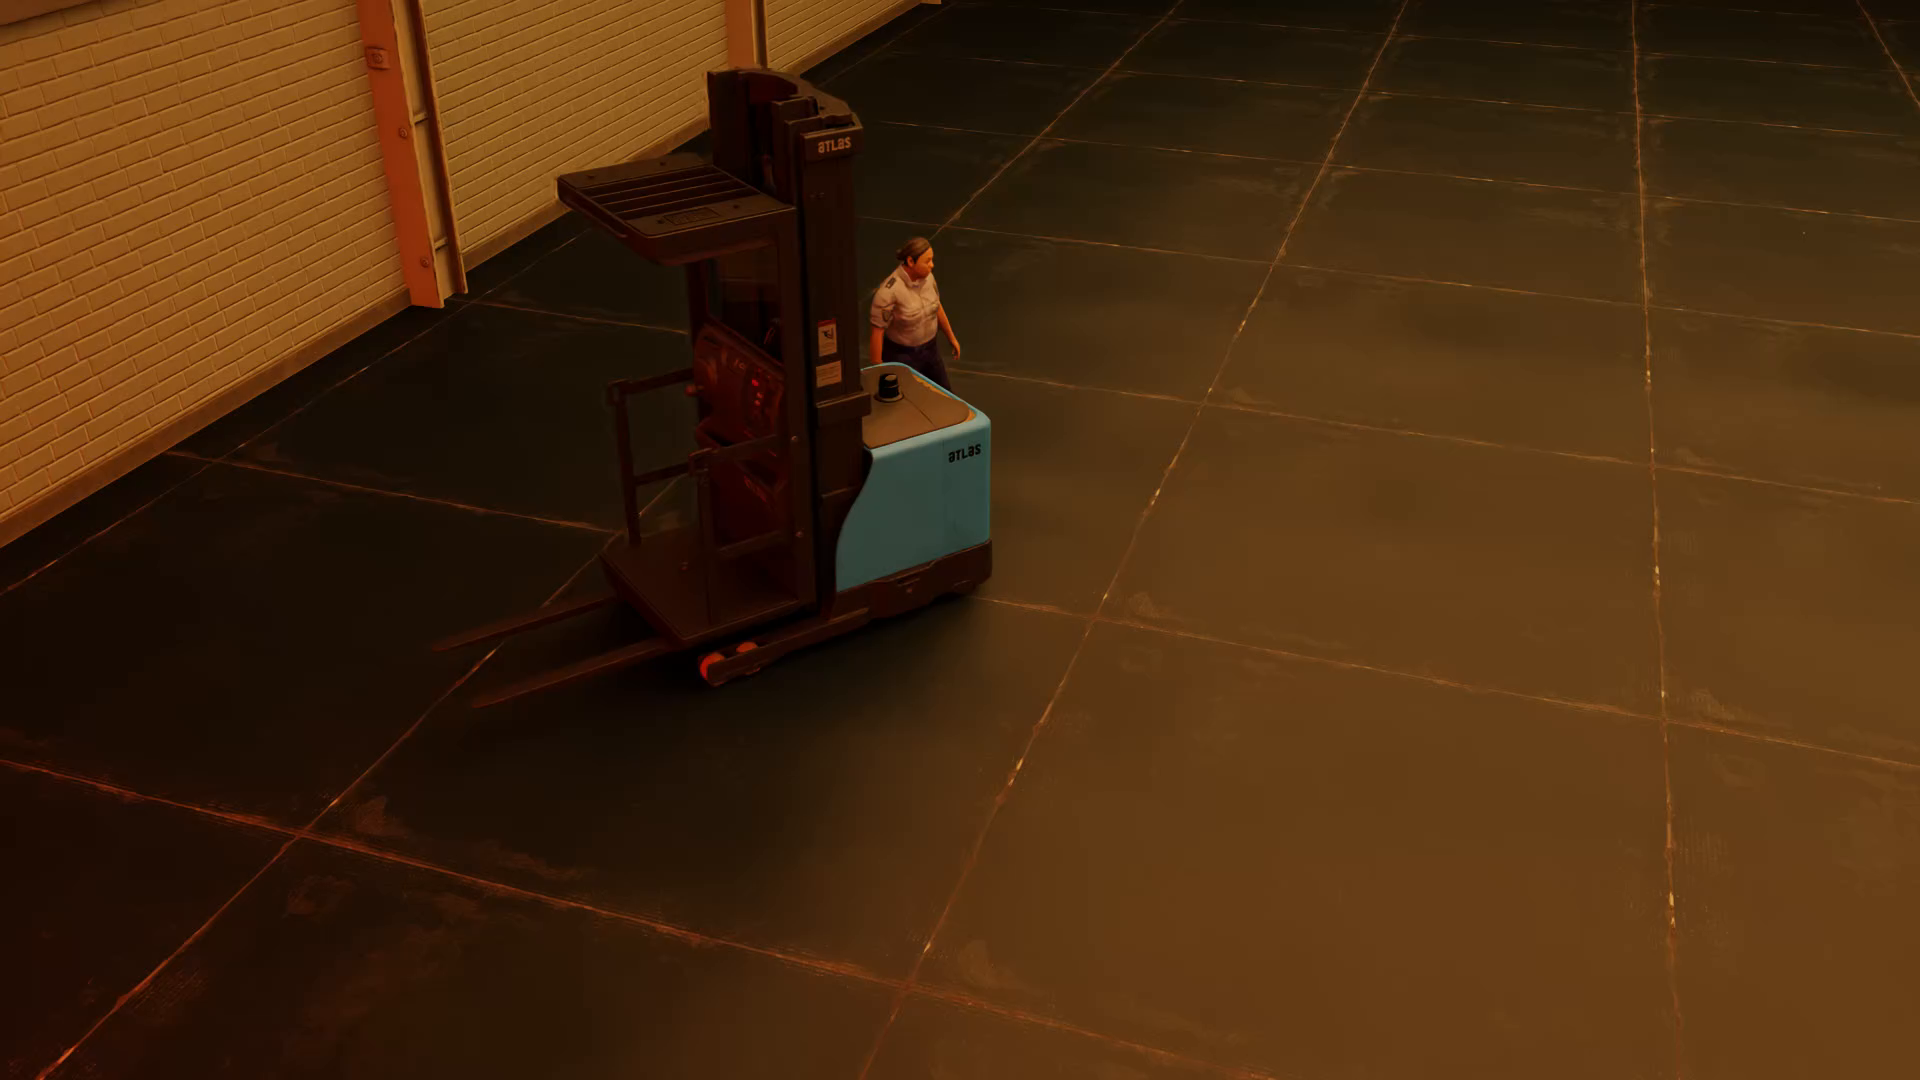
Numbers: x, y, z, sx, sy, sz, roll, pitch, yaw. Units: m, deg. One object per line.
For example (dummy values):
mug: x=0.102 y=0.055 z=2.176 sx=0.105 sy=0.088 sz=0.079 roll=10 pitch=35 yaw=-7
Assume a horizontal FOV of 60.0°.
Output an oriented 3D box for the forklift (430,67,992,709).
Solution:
forklift: x=-1.324 y=-0.806 z=8.551 sx=3.031 sy=2.935 sz=1.130 roll=-18 pitch=34 yaw=-29

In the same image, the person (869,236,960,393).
person: x=-0.277 y=-1.145 z=10.468 sx=0.391 sy=1.627 sz=0.737 roll=21 pitch=36 yaw=32
